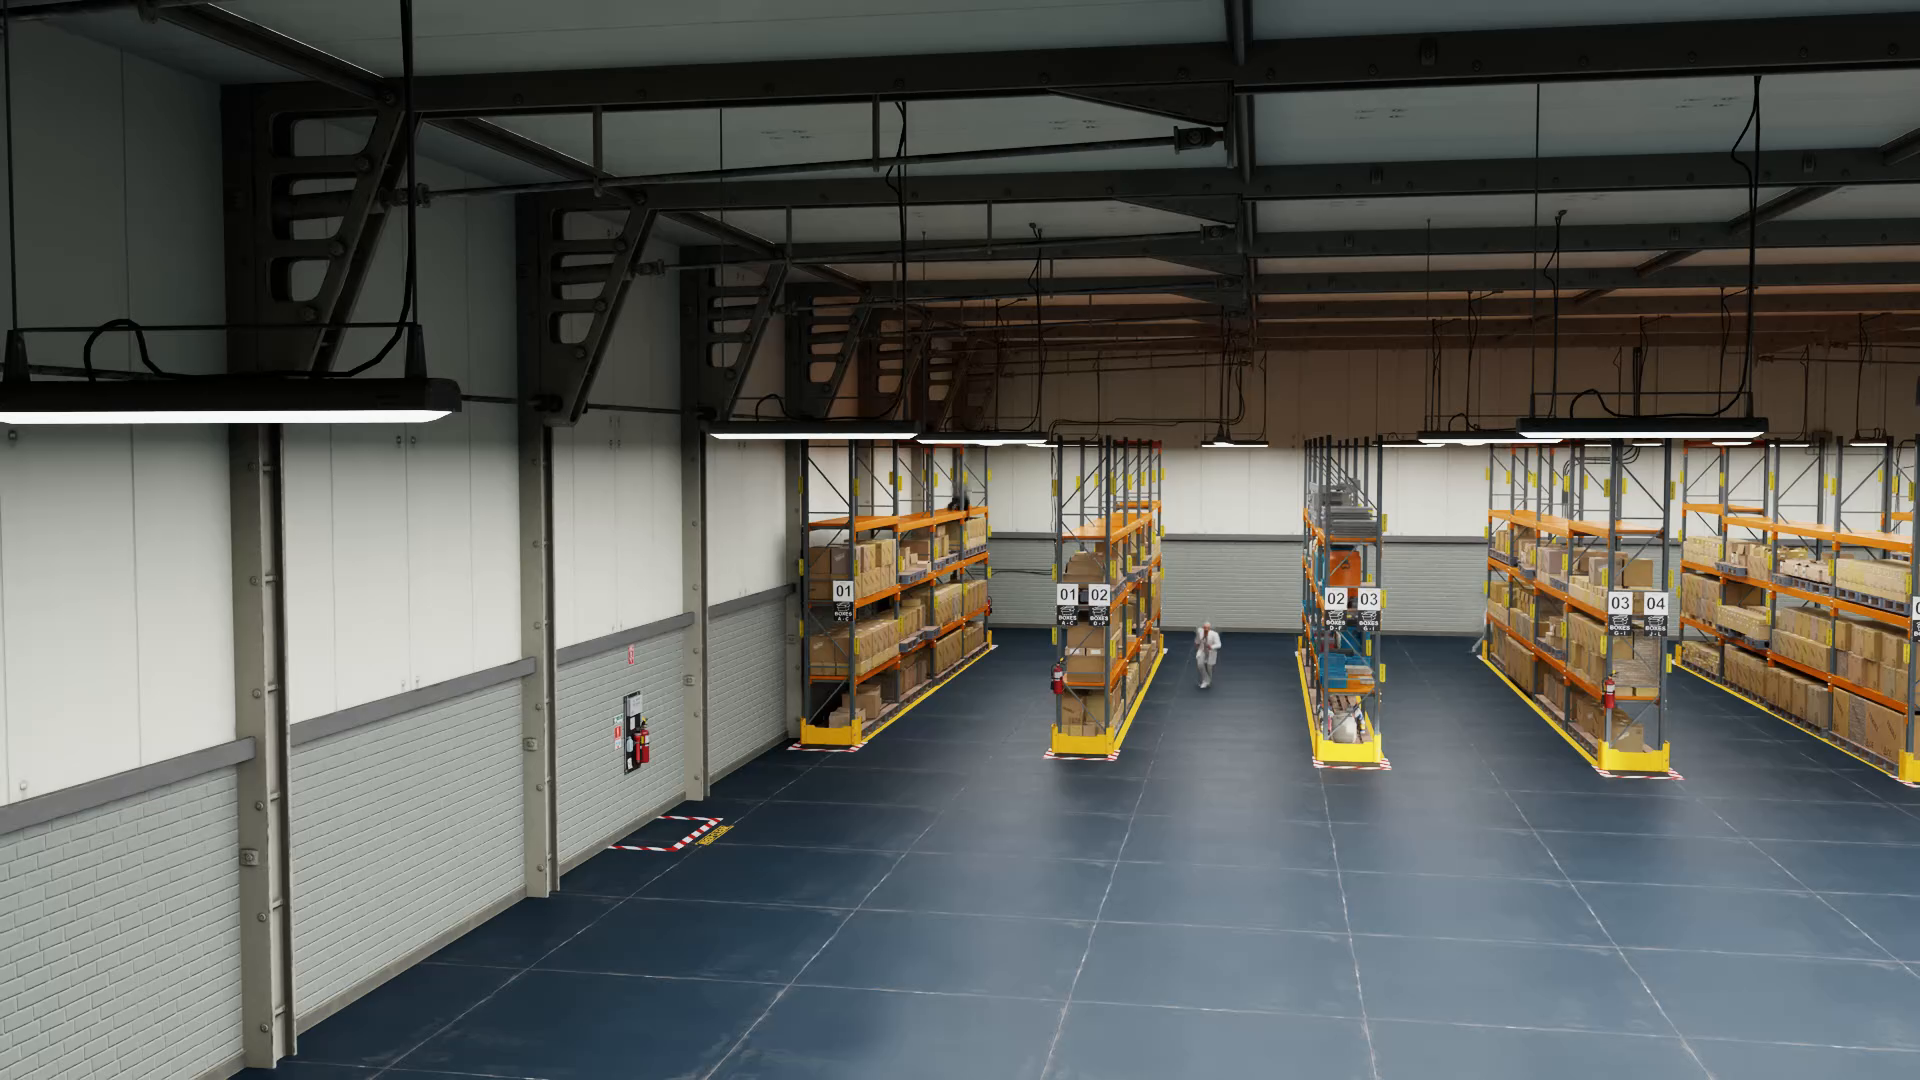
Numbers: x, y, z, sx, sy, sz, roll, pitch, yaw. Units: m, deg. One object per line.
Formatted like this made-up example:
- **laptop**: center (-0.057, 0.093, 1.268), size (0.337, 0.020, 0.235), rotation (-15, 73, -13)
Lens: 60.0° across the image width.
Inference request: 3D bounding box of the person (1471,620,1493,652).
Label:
- **person**: center (14.826, 2.397, 46.723), size (0.837, 1.606, 0.645), rotation (2, 4, 35)

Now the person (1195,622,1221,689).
- **person**: center (5.965, 2.733, 40.000), size (0.705, 1.602, 1.191), rotation (1, 3, 18)
